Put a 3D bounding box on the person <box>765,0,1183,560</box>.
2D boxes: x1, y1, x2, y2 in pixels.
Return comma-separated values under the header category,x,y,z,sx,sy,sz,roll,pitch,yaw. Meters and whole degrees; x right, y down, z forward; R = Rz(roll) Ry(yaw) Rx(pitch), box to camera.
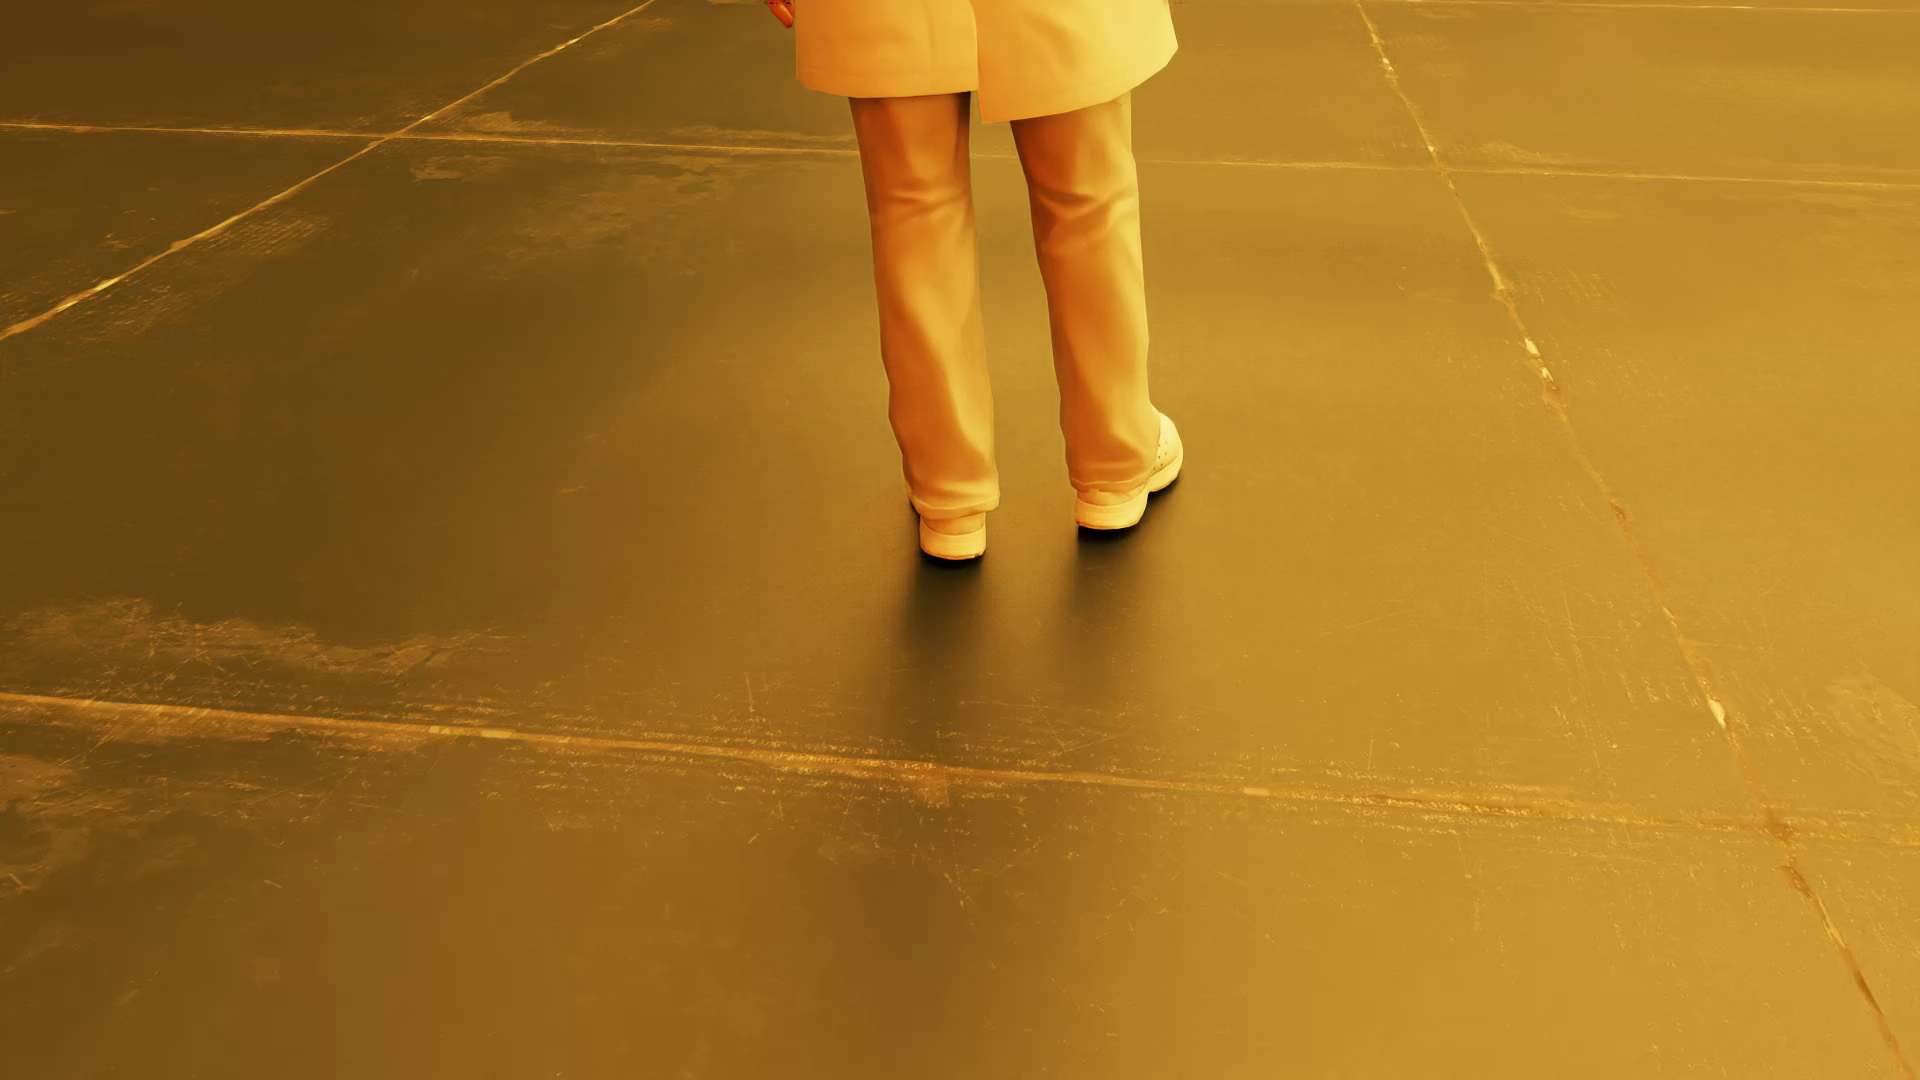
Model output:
category,x,y,z,sx,sy,sz,roll,pitch,yaw
person,0.016,-0.842,2.181,0.696,1.778,0.578,3,27,7
